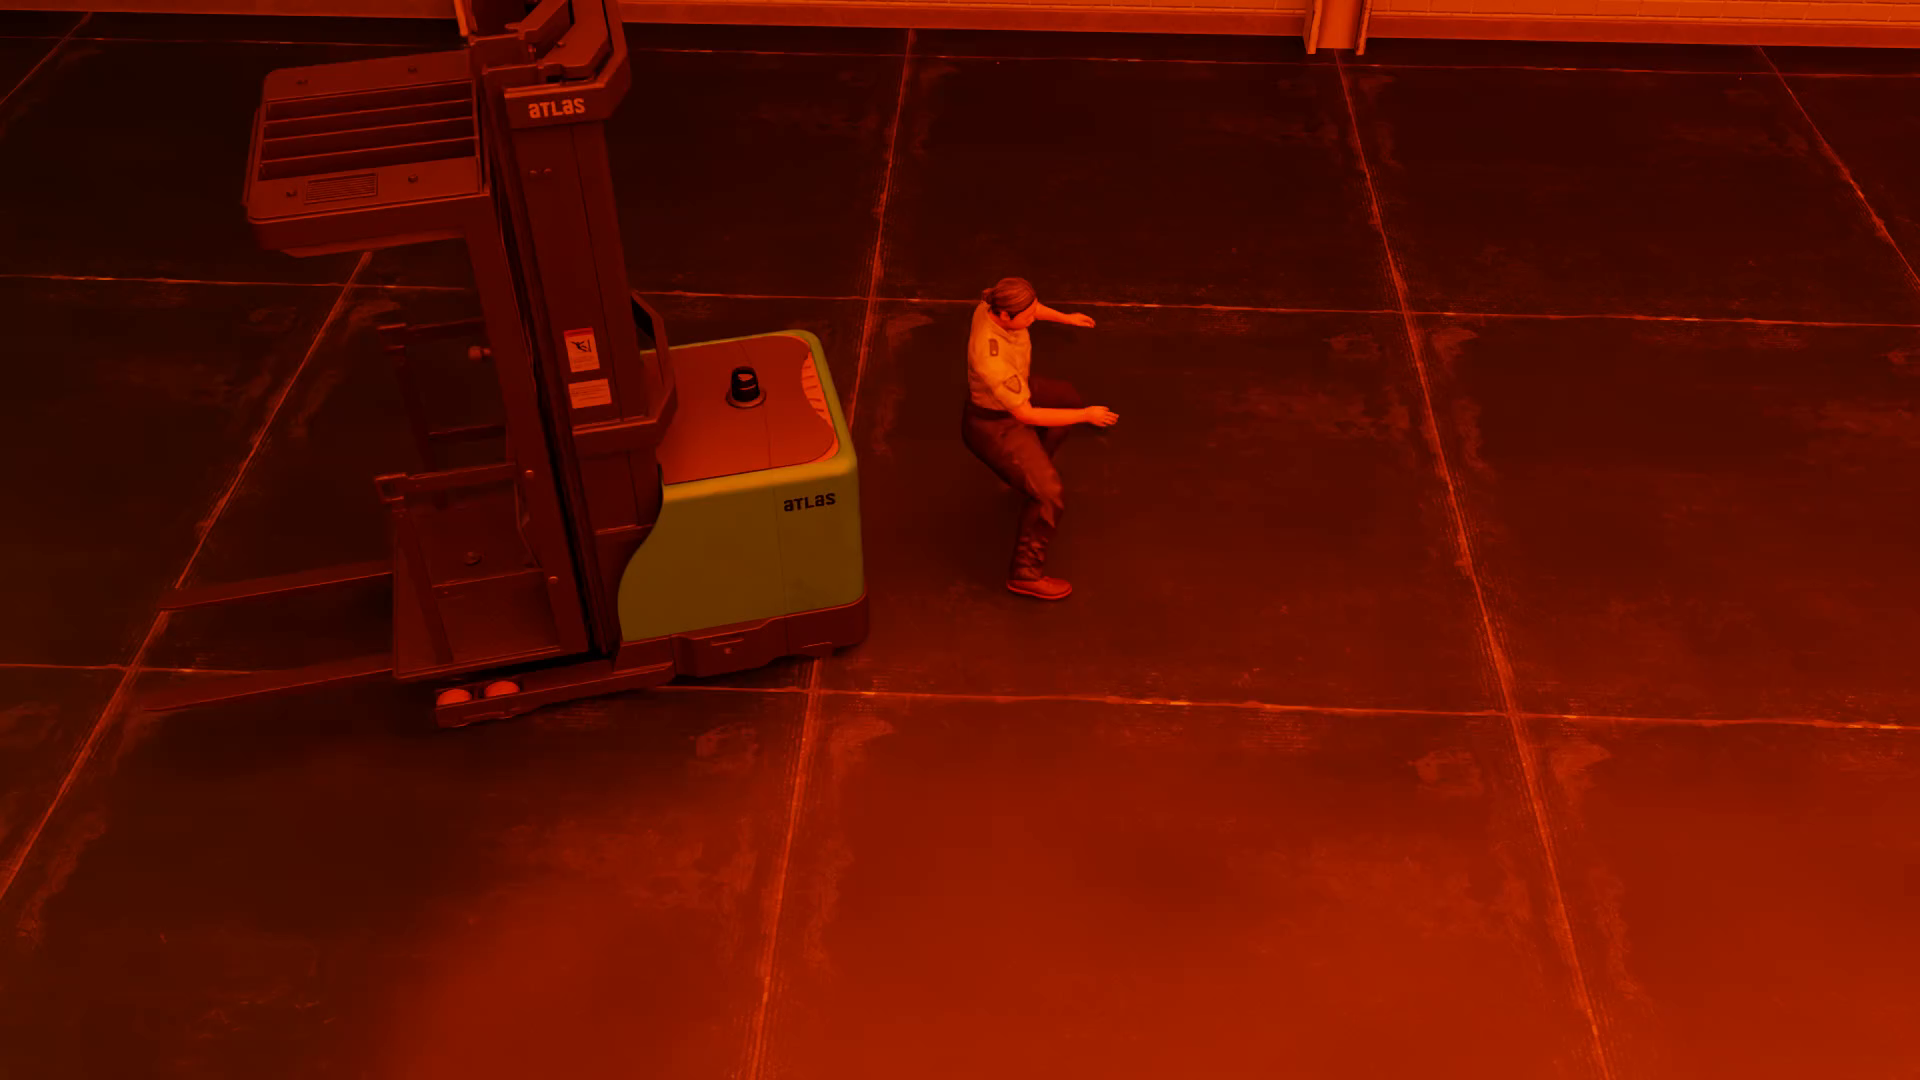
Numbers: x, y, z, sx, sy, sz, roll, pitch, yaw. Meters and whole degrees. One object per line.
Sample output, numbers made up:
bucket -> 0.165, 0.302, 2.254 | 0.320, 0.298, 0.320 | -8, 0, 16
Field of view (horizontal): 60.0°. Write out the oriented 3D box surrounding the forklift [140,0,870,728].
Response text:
forklift -> -1.976, -0.684, 6.492 | 3.031, 2.935, 1.130 | -9, 43, -10

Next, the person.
person -> 0.363, -0.575, 7.466 | 0.706, 1.455, 0.924 | 6, 43, 6
